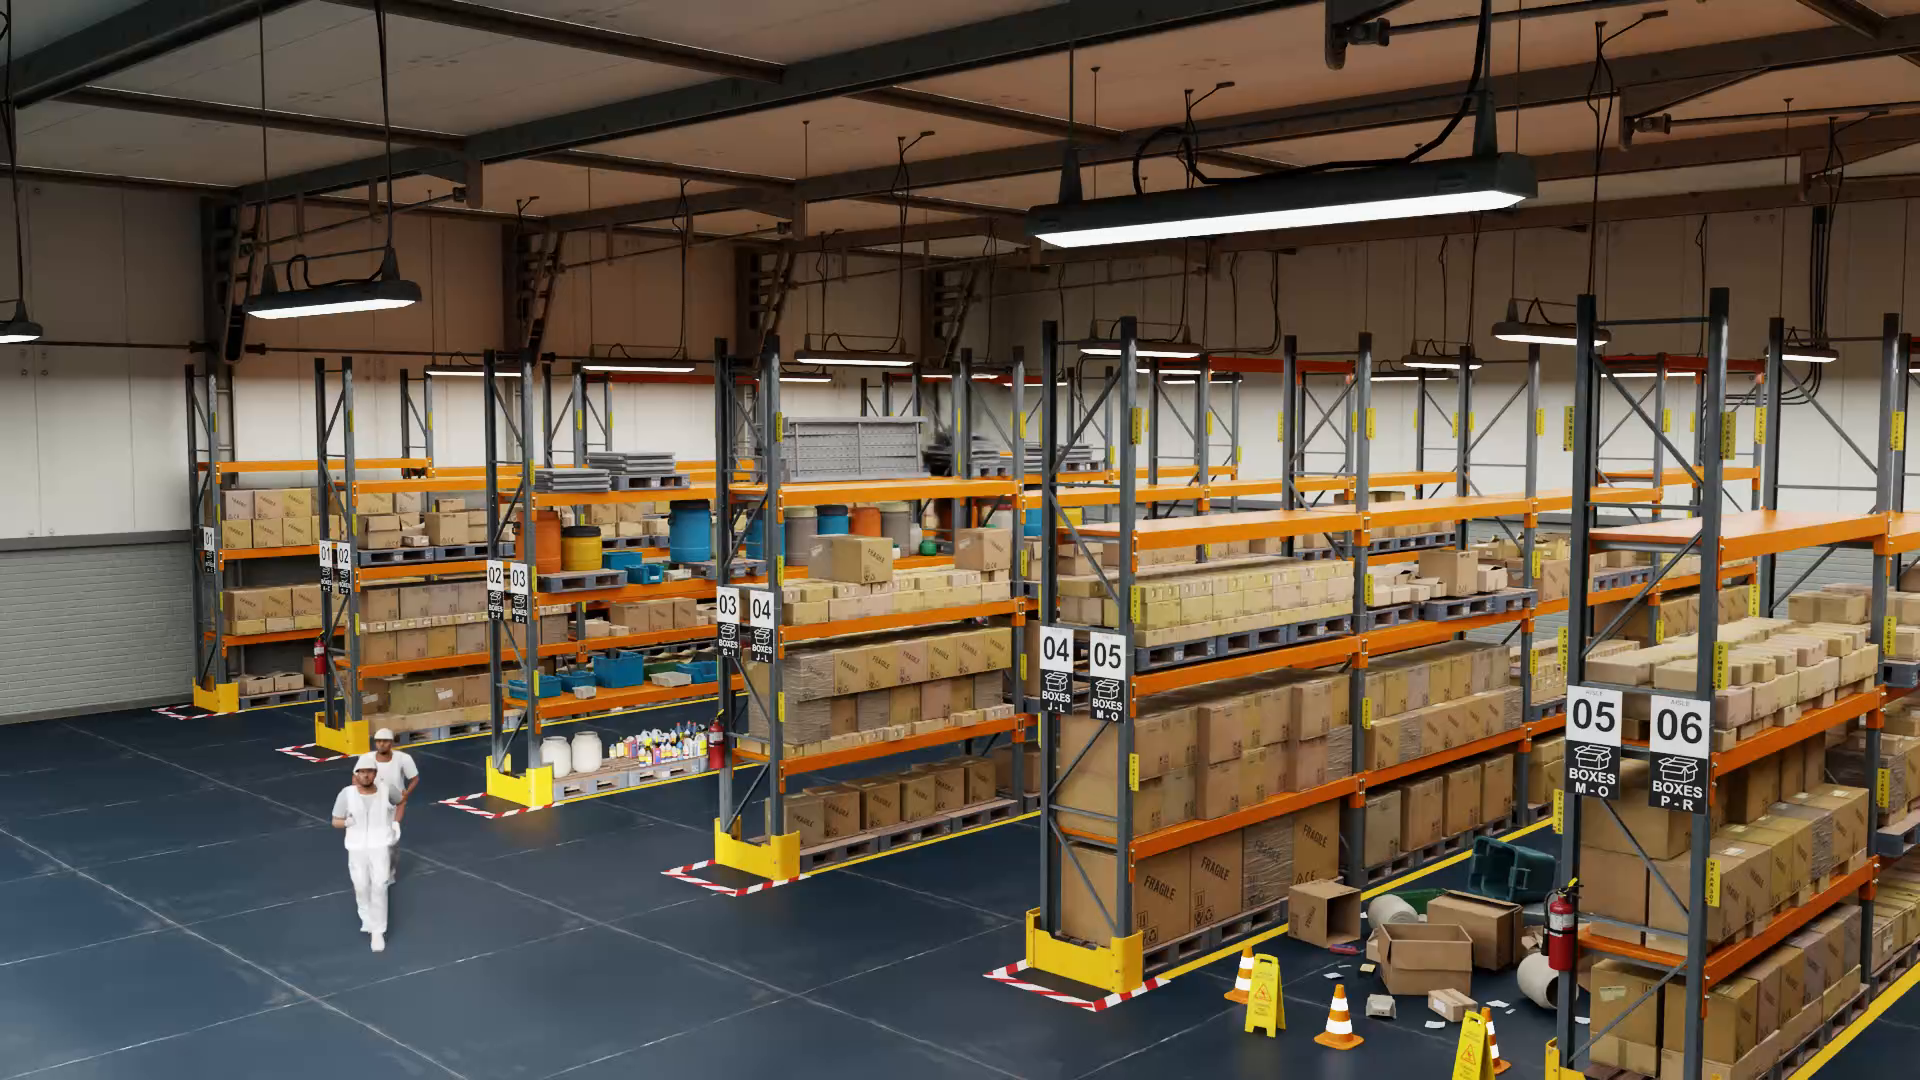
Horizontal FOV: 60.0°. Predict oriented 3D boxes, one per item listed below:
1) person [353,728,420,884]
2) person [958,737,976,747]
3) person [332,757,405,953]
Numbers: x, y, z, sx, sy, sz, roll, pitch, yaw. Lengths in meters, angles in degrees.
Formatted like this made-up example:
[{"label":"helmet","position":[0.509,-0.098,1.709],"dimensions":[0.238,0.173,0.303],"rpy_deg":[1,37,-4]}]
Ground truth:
[{"label":"person","position":[-6.261,2.910,18.138],"dimensions":[0.707,1.730,0.570],"rpy_deg":[-1,5,-14]},{"label":"person","position":[0.020,2.191,24.201],"dimensions":[0.592,1.666,0.501],"rpy_deg":[3,6,37]},{"label":"person","position":[-5.758,3.023,16.191],"dimensions":[0.657,1.835,0.763],"rpy_deg":[-1,5,-14]}]
